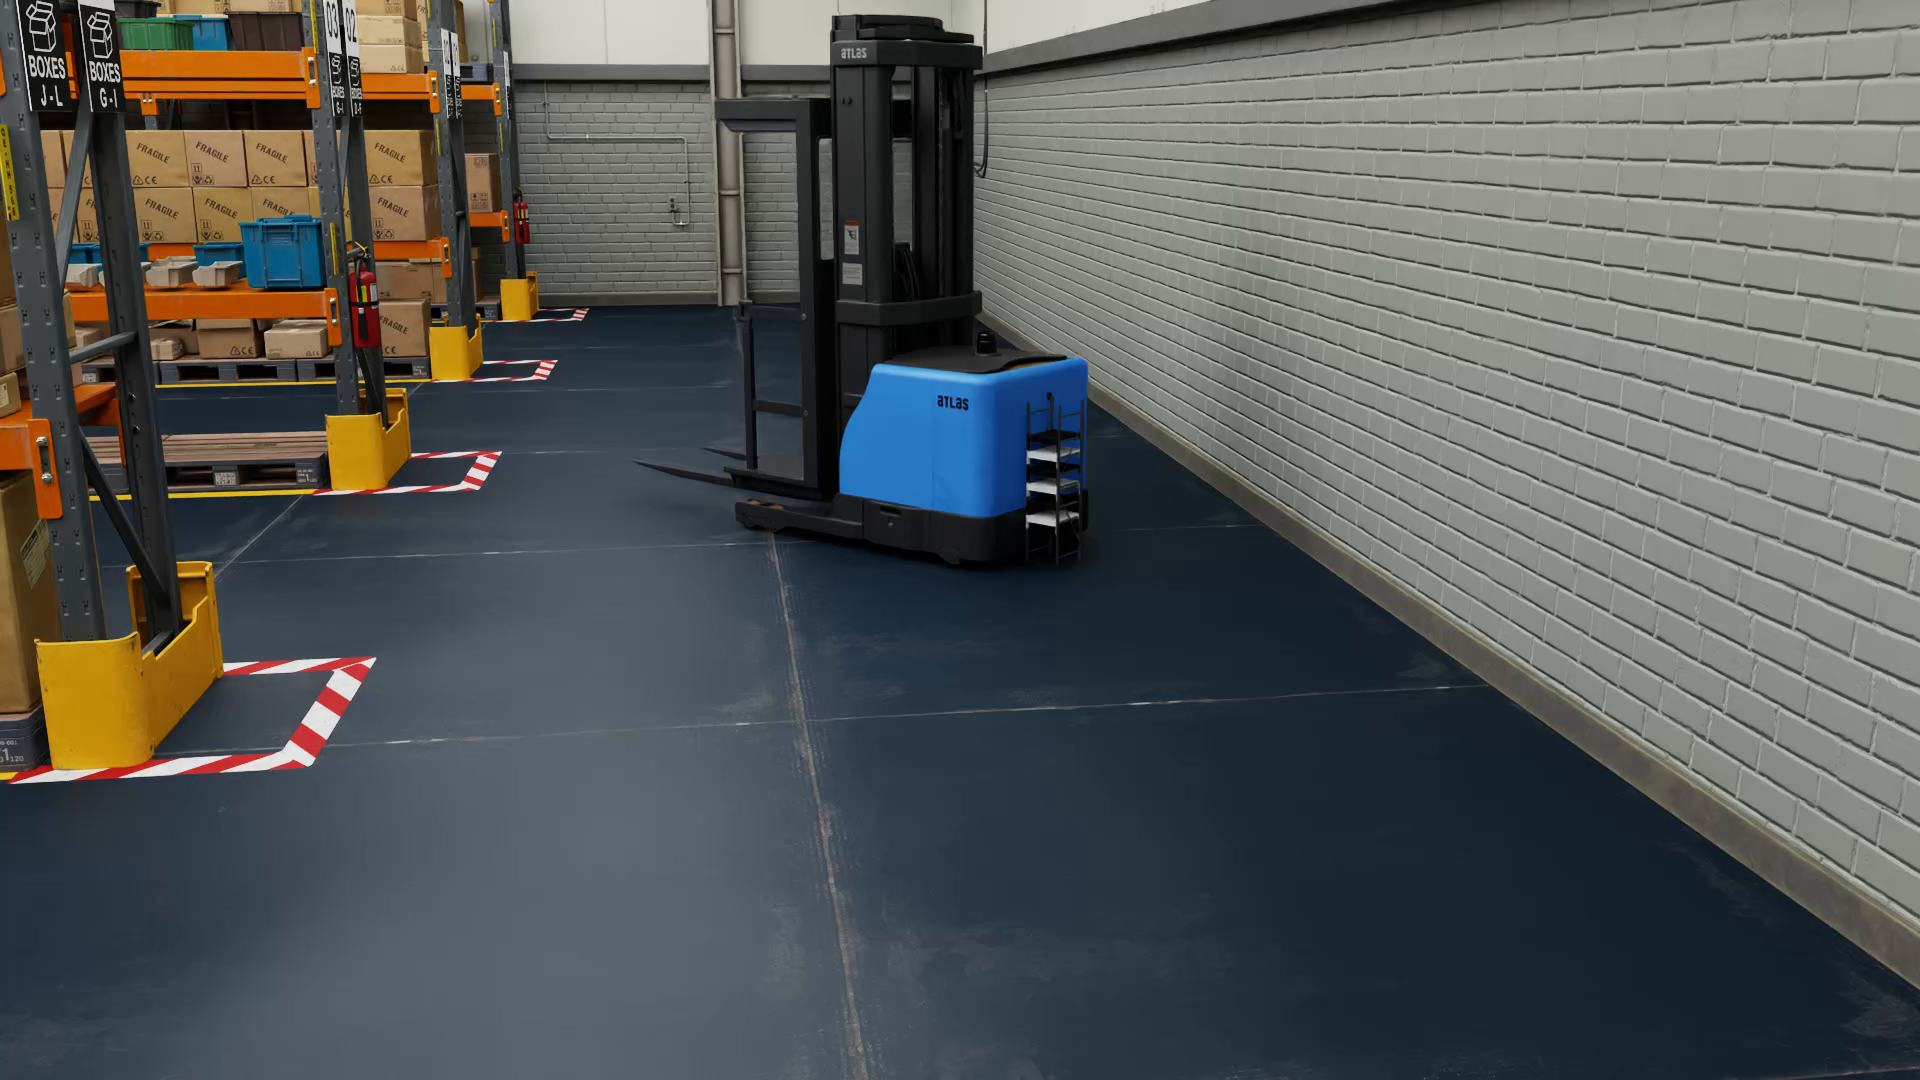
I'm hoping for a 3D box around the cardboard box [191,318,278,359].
[{"bbox_3d":[-6.945,-2.040,15.918,0.637,0.503,0.797,-2,14,-8],"label":"cardboard box"}]

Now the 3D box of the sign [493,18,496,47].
[{"bbox_3d":[-5.521,-6.020,19.735,0.005,0.325,0.100,-2,14,-8],"label":"sign"}]

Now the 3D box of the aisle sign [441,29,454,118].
[{"bbox_3d":[-4.733,-4.303,15.370,0.004,0.787,0.394,-2,14,-8],"label":"aisle sign"}]

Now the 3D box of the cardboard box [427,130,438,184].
[{"bbox_3d":[-5.324,-3.694,16.025,0.500,0.500,0.500,-2,14,-7],"label":"cardboard box"}]

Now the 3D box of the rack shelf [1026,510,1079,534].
[{"bbox_3d":[0.519,-0.108,9.178,0.200,0.077,0.258,11,18,37],"label":"rack shelf"}]

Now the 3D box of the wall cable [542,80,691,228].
[{"bbox_3d":[-4.463,-5.072,21.689,1.851,1.984,0.084,-2,14,-8],"label":"wall cable"}]

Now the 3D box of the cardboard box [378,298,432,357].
[{"bbox_3d":[-5.347,-2.035,15.906,0.500,0.500,0.500,-2,14,-8],"label":"cardboard box"}]

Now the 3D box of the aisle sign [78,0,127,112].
[{"bbox_3d":[-3.348,-2.066,6.450,0.004,0.787,0.394,-2,14,-8],"label":"aisle sign"}]

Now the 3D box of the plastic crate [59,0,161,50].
[{"bbox_3d":[-5.664,-3.357,10.904,0.767,0.338,0.504,-2,14,-8],"label":"plastic crate"}]

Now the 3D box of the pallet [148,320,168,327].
[{"bbox_3d":[-10.295,-2.761,20.298,1.213,0.211,1.003,-2,14,-8],"label":"pallet"}]

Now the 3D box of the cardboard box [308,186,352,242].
[{"bbox_3d":[-5.761,-3.061,15.554,0.500,0.500,0.500,-2,14,-8],"label":"cardboard box"}]

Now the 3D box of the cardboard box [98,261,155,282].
[{"bbox_3d":[-10.167,-3.266,20.134,0.750,0.750,0.750,-2,14,-8],"label":"cardboard box"}]

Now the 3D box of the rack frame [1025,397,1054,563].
[{"bbox_3d":[0.439,-0.330,9.187,0.006,0.900,0.240,11,18,37],"label":"rack frame"}]

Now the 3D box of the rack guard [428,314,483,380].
[{"bbox_3d":[-4.921,-1.898,16.263,0.348,0.500,1.175,-2,14,-8],"label":"rack guard"}]

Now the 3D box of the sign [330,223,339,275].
[{"bbox_3d":[-4.014,-1.869,10.673,0.005,0.325,0.100,-2,14,-8],"label":"sign"}]

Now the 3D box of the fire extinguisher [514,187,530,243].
[{"bbox_3d":[-5.370,-3.981,20.355,0.183,0.674,0.296,-2,14,-8],"label":"fire extinguisher"}]

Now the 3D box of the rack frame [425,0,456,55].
[{"bbox_3d":[-4.846,-6.023,15.240,0.127,3.000,1.000,-2,14,-8],"label":"rack frame"}]

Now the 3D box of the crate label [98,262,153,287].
[{"bbox_3d":[-5.452,-1.727,10.860,0.243,0.136,0.396,-2,14,-8],"label":"crate label"}]

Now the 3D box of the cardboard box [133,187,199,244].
[{"bbox_3d":[-7.256,-3.007,15.339,0.500,0.500,0.500,-2,14,-9],"label":"cardboard box"}]

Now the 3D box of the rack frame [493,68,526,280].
[{"bbox_3d":[-5.588,-4.305,20.721,0.127,3.000,1.000,-2,14,-8],"label":"rack frame"}]

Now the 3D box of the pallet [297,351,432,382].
[{"bbox_3d":[-5.710,-1.729,16.182,1.213,0.211,1.003,-2,14,-8],"label":"pallet"}]

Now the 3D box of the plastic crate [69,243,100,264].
[{"bbox_3d":[-6.004,-1.881,11.278,0.300,0.233,0.416,-2,14,-8],"label":"plastic crate"}]

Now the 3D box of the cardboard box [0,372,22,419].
[{"bbox_3d":[-3.677,-0.516,6.131,0.250,0.149,0.380,-2,14,-7],"label":"cardboard box"}]

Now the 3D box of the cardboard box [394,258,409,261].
[{"bbox_3d":[-6.920,-3.586,20.798,0.250,0.149,0.380,-2,14,-8],"label":"cardboard box"}]

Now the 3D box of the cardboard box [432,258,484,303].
[{"bbox_3d":[-6.265,-3.247,20.777,0.500,0.500,0.700,-2,14,-8],"label":"cardboard box"}]

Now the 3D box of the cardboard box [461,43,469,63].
[{"bbox_3d":[-6.346,-5.972,20.441,0.500,0.250,0.500,-1,14,-5],"label":"cardboard box"}]

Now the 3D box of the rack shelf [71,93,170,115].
[{"bbox_3d":[-11.521,-5.193,19.576,4.000,0.370,1.077,-2,14,-8],"label":"rack shelf"}]

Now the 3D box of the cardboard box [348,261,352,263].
[{"bbox_3d":[-7.783,-3.189,20.547,0.500,0.500,0.700,-2,14,-7],"label":"cardboard box"}]

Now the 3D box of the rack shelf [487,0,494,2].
[{"bbox_3d":[-7.566,-6.599,19.838,4.000,0.370,1.077,-2,14,-8],"label":"rack shelf"}]

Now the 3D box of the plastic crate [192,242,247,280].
[{"bbox_3d":[-5.056,-1.916,11.416,0.300,0.233,0.416,-2,14,-8],"label":"plastic crate"}]

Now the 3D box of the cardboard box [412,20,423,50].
[{"bbox_3d":[-5.393,-4.782,15.738,0.500,0.250,0.500,-2,14,-8],"label":"cardboard box"}]

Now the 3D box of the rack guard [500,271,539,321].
[{"bbox_3d":[-5.564,-3.093,21.028,0.348,0.500,1.175,-2,14,-8],"label":"rack guard"}]

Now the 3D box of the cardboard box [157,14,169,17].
[{"bbox_3d":[-7.294,-4.585,14.951,0.500,0.250,0.500,-2,14,-8],"label":"cardboard box"}]

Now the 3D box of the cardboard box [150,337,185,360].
[{"bbox_3d":[-7.501,-1.804,15.671,0.250,0.166,0.380,-2,14,-8],"label":"cardboard box"}]

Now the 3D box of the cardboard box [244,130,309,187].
[{"bbox_3d":[-6.257,-3.526,15.355,0.500,0.500,0.500,-2,14,-7],"label":"cardboard box"}]

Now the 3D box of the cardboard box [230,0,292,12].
[{"bbox_3d":[-6.337,-5.038,15.215,0.500,0.500,0.700,-2,14,-8],"label":"cardboard box"}]

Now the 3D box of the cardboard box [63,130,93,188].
[{"bbox_3d":[-7.784,-3.470,15.131,0.500,0.500,0.500,-3,14,-10],"label":"cardboard box"}]

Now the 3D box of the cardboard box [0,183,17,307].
[{"bbox_3d":[-3.817,-1.085,6.036,0.500,0.500,0.500,-2,14,-8],"label":"cardboard box"}]

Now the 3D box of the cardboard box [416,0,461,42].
[{"bbox_3d":[-6.271,-6.211,19.852,0.500,0.500,0.500,-2,14,-8],"label":"cardboard box"}]

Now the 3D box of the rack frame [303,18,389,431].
[{"bbox_3d":[-4.112,-1.922,11.218,0.127,3.000,1.000,-2,14,-8],"label":"rack frame"}]

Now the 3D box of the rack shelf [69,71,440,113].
[{"bbox_3d":[-6.824,-4.147,15.404,4.000,0.370,1.077,-2,14,-8],"label":"rack shelf"}]

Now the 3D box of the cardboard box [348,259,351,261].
[{"bbox_3d":[-7.675,-3.558,20.687,0.250,0.149,0.380,-2,14,-9],"label":"cardboard box"}]

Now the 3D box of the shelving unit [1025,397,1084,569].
[{"bbox_3d":[0.519,-0.315,9.126,0.210,0.900,0.258,11,18,37],"label":"shelving unit"}]

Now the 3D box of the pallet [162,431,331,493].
[{"bbox_3d":[-4.933,-0.549,11.476,1.213,0.211,1.003,-2,14,-8],"label":"pallet"}]

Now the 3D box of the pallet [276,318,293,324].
[{"bbox_3d":[-8.780,-2.816,20.517,1.213,0.211,1.003,-2,14,-8],"label":"pallet"}]

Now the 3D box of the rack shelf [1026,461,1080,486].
[{"bbox_3d":[0.519,-0.370,9.113,0.200,0.077,0.258,11,18,37],"label":"rack shelf"}]

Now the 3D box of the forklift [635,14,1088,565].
[{"bbox_3d":[-0.727,-1.553,9.889,3.031,2.935,1.130,11,18,37],"label":"forklift"}]
